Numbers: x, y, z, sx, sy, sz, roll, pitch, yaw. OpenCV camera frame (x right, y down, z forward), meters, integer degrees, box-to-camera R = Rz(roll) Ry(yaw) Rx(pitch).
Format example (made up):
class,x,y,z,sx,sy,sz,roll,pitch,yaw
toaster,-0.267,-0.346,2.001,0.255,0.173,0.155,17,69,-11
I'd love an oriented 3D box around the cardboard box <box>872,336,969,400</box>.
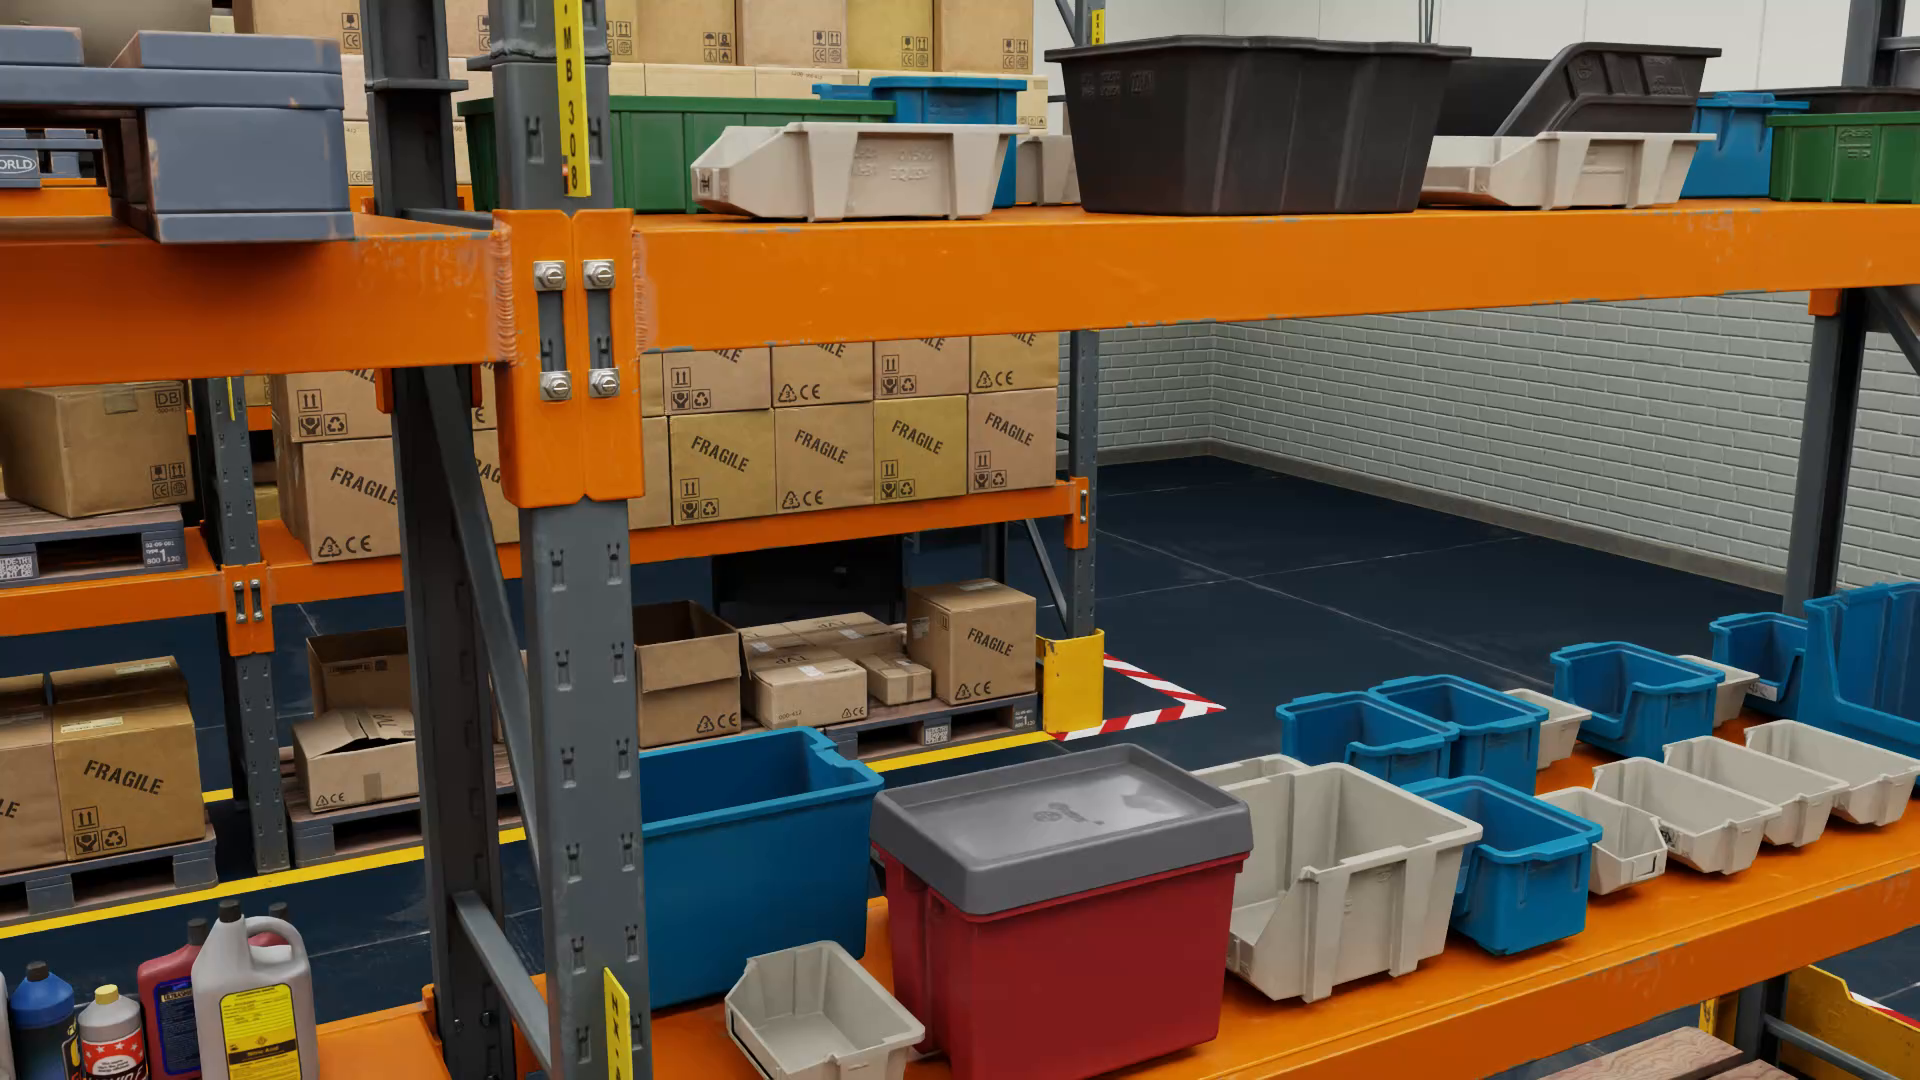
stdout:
class,x,y,z,sx,sy,sz,roll,pitch,yaw
cardboard box,-0.288,-0.974,8.100,0.500,0.500,0.500,-6,14,-26

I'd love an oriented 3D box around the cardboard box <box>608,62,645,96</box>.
class,x,y,z,sx,sy,sz,roll,pitch,yaw
cardboard box,-1.669,-1.910,7.137,0.500,0.250,0.500,-7,14,-28

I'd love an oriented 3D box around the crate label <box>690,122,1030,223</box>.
class,x,y,z,sx,sy,sz,roll,pitch,yaw
crate label,-0.159,-0.545,2.469,0.466,0.136,0.293,-7,14,-28

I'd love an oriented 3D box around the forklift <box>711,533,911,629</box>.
class,x,y,z,sx,sy,sz,roll,pitch,yaw
forklift,-0.878,-0.669,9.405,1.130,2.935,3.031,0,13,0

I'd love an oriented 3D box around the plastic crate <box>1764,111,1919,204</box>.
class,x,y,z,sx,sy,sz,roll,pitch,yaw
plastic crate,2.055,-0.837,3.646,0.336,0.188,0.450,-7,14,-28

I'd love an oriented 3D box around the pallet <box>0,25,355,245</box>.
class,x,y,z,sx,sy,sz,roll,pitch,yaw
pallet,-1.369,-0.485,2.029,1.003,0.211,1.213,-7,14,-28

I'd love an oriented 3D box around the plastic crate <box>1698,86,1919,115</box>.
class,x,y,z,sx,sy,sz,roll,pitch,yaw
plastic crate,2.312,-1.048,4.401,0.590,0.269,0.497,-7,14,-28

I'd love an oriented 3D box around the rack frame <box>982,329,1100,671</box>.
class,x,y,z,sx,sy,sz,roll,pitch,yaw
rack frame,0.413,-0.590,8.901,0.127,3.000,1.000,-7,14,-28

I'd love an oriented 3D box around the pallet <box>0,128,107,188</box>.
class,x,y,z,sx,sy,sz,roll,pitch,yaw
pallet,-3.704,-1.486,6.478,1.003,0.211,1.213,-7,14,-28

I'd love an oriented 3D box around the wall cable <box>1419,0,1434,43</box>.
class,x,y,z,sx,sy,sz,roll,pitch,yaw
wall cable,3.172,-3.483,15.161,0.112,2.526,3.097,-7,14,-28

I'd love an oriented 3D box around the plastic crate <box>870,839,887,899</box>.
class,x,y,z,sx,sy,sz,roll,pitch,yaw
plastic crate,0.126,0.721,3.565,0.590,0.125,0.437,-7,14,-28

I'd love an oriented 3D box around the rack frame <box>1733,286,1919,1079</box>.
class,x,y,z,sx,sy,sz,roll,pitch,yaw
rack frame,2.784,0.365,4.658,0.127,3.000,1.000,-7,14,-28

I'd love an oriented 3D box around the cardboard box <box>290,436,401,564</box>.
class,x,y,z,sx,sy,sz,roll,pitch,yaw
cardboard box,-2.520,-0.220,7.025,0.500,0.500,0.500,-6,14,-26

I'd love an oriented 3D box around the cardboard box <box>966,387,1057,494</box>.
class,x,y,z,sx,sy,sz,roll,pitch,yaw
cardboard box,0.151,-0.540,8.447,0.500,0.500,0.500,-6,14,-26

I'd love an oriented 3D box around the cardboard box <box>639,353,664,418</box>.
class,x,y,z,sx,sy,sz,roll,pitch,yaw
cardboard box,-1.645,-0.810,7.371,0.500,0.500,0.500,-7,15,-30

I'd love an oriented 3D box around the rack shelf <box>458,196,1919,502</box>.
class,x,y,z,sx,sy,sz,roll,pitch,yaw
rack shelf,1.028,-0.537,3.472,4.000,0.370,1.077,-7,14,-28

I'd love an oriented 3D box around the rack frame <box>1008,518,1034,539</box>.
class,x,y,z,sx,sy,sz,roll,pitch,yaw
rack frame,0.452,-0.603,13.226,0.032,1.125,0.500,-7,14,-28

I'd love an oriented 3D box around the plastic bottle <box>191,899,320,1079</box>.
class,x,y,z,sx,sy,sz,roll,pitch,yaw
plastic bottle,-1.227,0.788,2.887,0.185,0.351,0.144,-7,14,-28

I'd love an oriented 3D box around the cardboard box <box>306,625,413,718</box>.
class,x,y,z,sx,sy,sz,roll,pitch,yaw
cardboard box,-2.733,0.721,7.766,0.500,0.500,0.500,-7,14,-28

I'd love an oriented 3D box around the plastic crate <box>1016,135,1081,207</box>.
class,x,y,z,sx,sy,sz,roll,pitch,yaw
plastic crate,0.207,-0.757,3.408,0.466,0.136,0.293,-7,14,-28

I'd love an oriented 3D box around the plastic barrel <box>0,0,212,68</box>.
class,x,y,z,sx,sy,sz,roll,pitch,yaw
plastic barrel,-1.309,-0.942,2.366,0.433,0.535,0.433,0,13,0

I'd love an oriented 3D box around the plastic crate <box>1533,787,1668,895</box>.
class,x,y,z,sx,sy,sz,roll,pitch,yaw
plastic crate,1.410,0.681,3.715,0.250,0.136,0.298,-7,14,-28

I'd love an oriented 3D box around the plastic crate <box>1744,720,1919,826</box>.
class,x,y,z,sx,sy,sz,roll,pitch,yaw
plastic crate,2.155,0.585,4.144,0.243,0.136,0.396,-7,14,-28

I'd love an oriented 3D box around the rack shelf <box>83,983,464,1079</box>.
class,x,y,z,sx,sy,sz,roll,pitch,yaw
rack shelf,-2.483,1.347,1.932,4.000,0.370,1.077,-7,14,-28

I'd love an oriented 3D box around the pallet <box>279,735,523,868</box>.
class,x,y,z,sx,sy,sz,roll,pitch,yaw
pallet,-2.494,1.119,7.657,1.213,0.211,1.003,-7,14,-28

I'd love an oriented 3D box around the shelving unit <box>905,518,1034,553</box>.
class,x,y,z,sx,sy,sz,roll,pitch,yaw
shelving unit,0.006,-0.549,12.989,1.048,1.125,0.538,-7,14,-28

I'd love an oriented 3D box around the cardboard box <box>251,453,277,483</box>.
class,x,y,z,sx,sy,sz,roll,pitch,yaw
cardboard box,-4.991,-0.508,11.792,0.250,0.149,0.380,-7,14,-28

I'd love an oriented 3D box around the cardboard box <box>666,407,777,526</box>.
class,x,y,z,sx,sy,sz,roll,pitch,yaw
cardboard box,-1.186,-0.380,7.738,0.500,0.500,0.500,-7,14,-29

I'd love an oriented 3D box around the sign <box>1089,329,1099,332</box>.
class,x,y,z,sx,sy,sz,roll,pitch,yaw
sign,0.662,-1.200,8.254,0.005,0.325,0.100,-7,14,-28

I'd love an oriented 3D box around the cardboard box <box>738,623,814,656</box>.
class,x,y,z,sx,sy,sz,roll,pitch,yaw
cardboard box,-1.077,0.644,8.676,0.500,0.250,0.500,-7,14,-28

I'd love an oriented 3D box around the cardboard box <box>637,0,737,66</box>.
class,x,y,z,sx,sy,sz,roll,pitch,yaw
cardboard box,-1.380,-2.389,7.556,0.500,0.500,0.700,-7,14,-28

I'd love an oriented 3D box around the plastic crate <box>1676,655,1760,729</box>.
class,x,y,z,sx,sy,sz,roll,pitch,yaw
plastic crate,2.088,0.444,4.767,0.298,0.136,0.250,-7,14,-28

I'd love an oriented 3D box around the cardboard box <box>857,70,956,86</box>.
class,x,y,z,sx,sy,sz,roll,pitch,yaw
cardboard box,-0.354,-2.069,7.841,0.500,0.250,0.500,-7,14,-28

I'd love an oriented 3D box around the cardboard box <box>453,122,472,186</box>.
class,x,y,z,sx,sy,sz,roll,pitch,yaw
cardboard box,-2.111,-1.615,6.964,0.500,0.250,0.500,-7,14,-28

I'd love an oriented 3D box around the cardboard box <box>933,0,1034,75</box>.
class,x,y,z,sx,sy,sz,roll,pitch,yaw
cardboard box,-0.030,-2.533,8.197,0.500,0.500,0.700,-7,14,-28

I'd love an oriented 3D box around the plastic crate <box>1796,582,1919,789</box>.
class,x,y,z,sx,sy,sz,roll,pitch,yaw
plastic crate,2.579,0.389,4.331,0.499,0.435,0.616,-7,14,-28

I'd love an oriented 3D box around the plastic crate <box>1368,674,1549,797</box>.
class,x,y,z,sx,sy,sz,roll,pitch,yaw
plastic crate,1.253,0.518,4.220,0.300,0.233,0.416,-7,14,-28

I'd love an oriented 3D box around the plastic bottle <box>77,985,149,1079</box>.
class,x,y,z,sx,sy,sz,roll,pitch,yaw
plastic bottle,-1.463,0.868,2.871,0.097,0.201,0.097,0,13,0

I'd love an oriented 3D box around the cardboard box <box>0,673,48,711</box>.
class,x,y,z,sx,sy,sz,roll,pitch,yaw
cardboard box,-4.102,0.897,6.981,0.500,0.500,0.500,-7,14,-27

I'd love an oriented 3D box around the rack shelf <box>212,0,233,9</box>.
class,x,y,z,sx,sy,sz,roll,pitch,yaw
rack shelf,-3.719,-3.715,11.670,4.000,0.370,1.077,-7,14,-28

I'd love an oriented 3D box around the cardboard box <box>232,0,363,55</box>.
class,x,y,z,sx,sy,sz,roll,pitch,yaw
cardboard box,-2.689,-2.228,6.841,0.500,0.500,0.700,-7,14,-28

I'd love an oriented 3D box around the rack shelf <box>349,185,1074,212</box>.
class,x,y,z,sx,sy,sz,roll,pitch,yaw
rack shelf,-1.342,-1.492,7.716,4.000,0.370,1.077,-7,14,-28

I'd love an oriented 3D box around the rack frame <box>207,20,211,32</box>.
class,x,y,z,sx,sy,sz,roll,pitch,yaw
rack frame,-3.097,-3.096,6.372,0.127,3.000,1.000,-7,14,-28

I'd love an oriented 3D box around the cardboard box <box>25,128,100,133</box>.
class,x,y,z,sx,sy,sz,roll,pitch,yaw
cardboard box,-3.575,-1.897,6.461,0.600,0.600,0.600,-8,15,-33

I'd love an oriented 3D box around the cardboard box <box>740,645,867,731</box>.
class,x,y,z,sx,sy,sz,roll,pitch,yaw
cardboard box,-0.794,0.735,8.271,0.500,0.250,0.500,-7,14,-28

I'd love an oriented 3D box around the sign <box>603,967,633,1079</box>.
class,x,y,z,sx,sy,sz,roll,pitch,yaw
sign,-0.465,0.757,2.285,0.005,0.325,0.100,-7,14,-28
